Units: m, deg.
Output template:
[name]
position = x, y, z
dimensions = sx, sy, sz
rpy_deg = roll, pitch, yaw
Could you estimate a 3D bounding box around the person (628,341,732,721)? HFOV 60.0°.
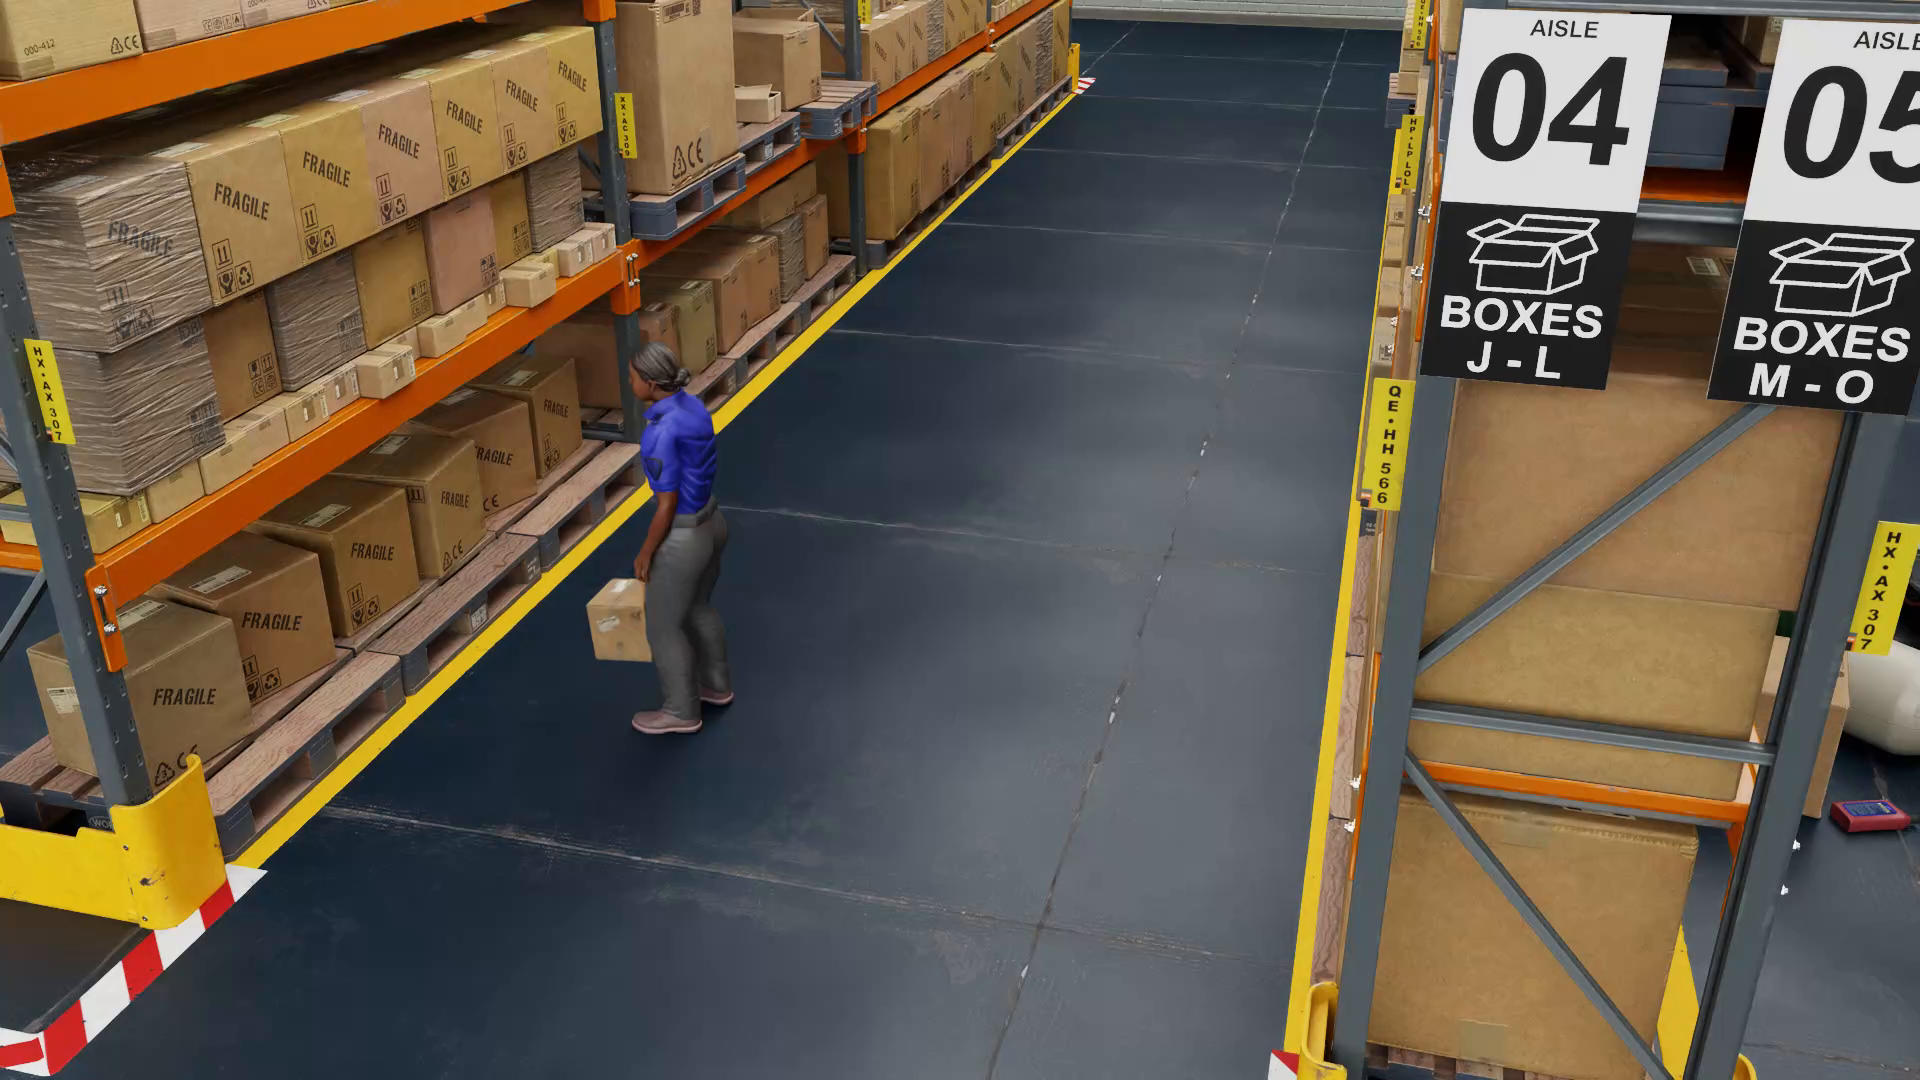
[person]
position = -1.106, -0.030, 6.593
dimensions = 0.322, 1.590, 0.478
rpy_deg = 6, 26, 12
